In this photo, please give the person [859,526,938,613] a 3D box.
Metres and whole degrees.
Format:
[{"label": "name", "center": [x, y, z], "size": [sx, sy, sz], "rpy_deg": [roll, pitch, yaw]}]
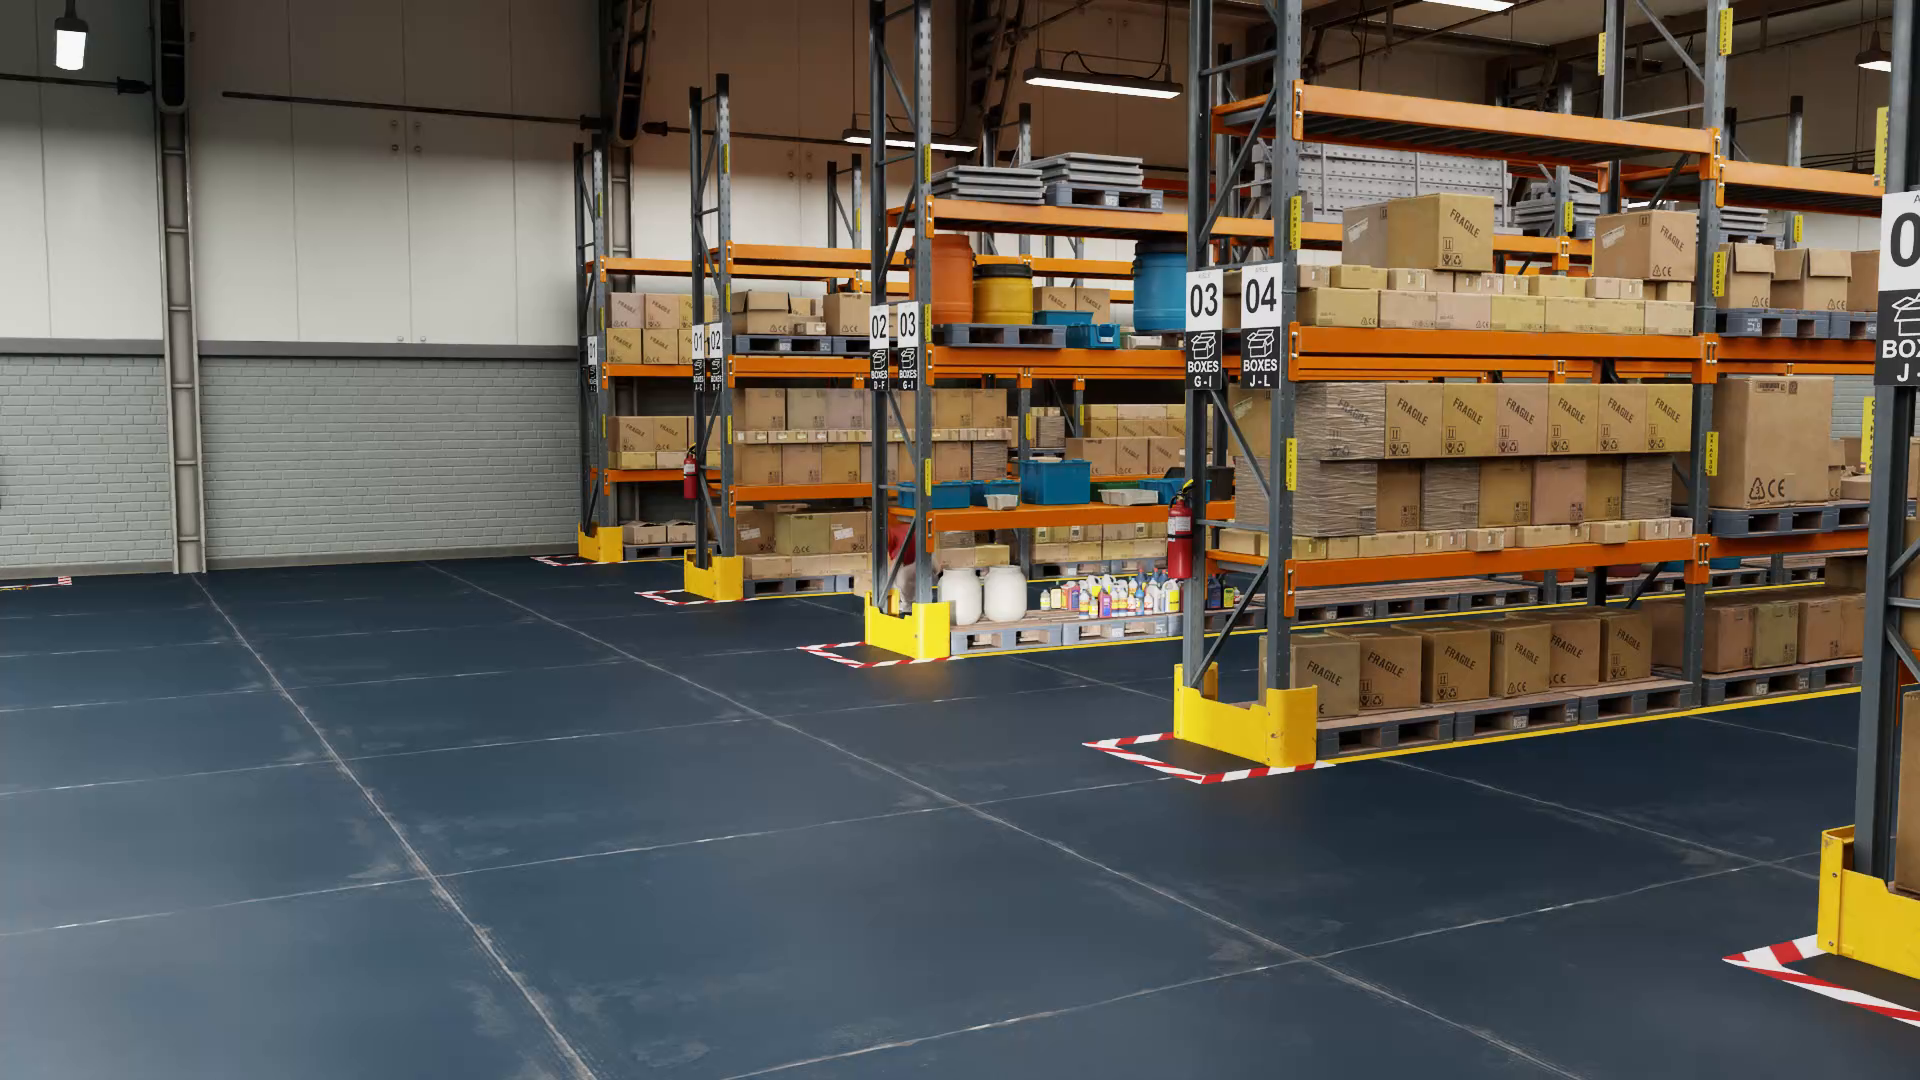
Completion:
[{"label": "person", "center": [-0.654, 0.294, 18.200], "size": [0.883, 1.001, 0.566], "rpy_deg": [-3, 6, -29]}]
